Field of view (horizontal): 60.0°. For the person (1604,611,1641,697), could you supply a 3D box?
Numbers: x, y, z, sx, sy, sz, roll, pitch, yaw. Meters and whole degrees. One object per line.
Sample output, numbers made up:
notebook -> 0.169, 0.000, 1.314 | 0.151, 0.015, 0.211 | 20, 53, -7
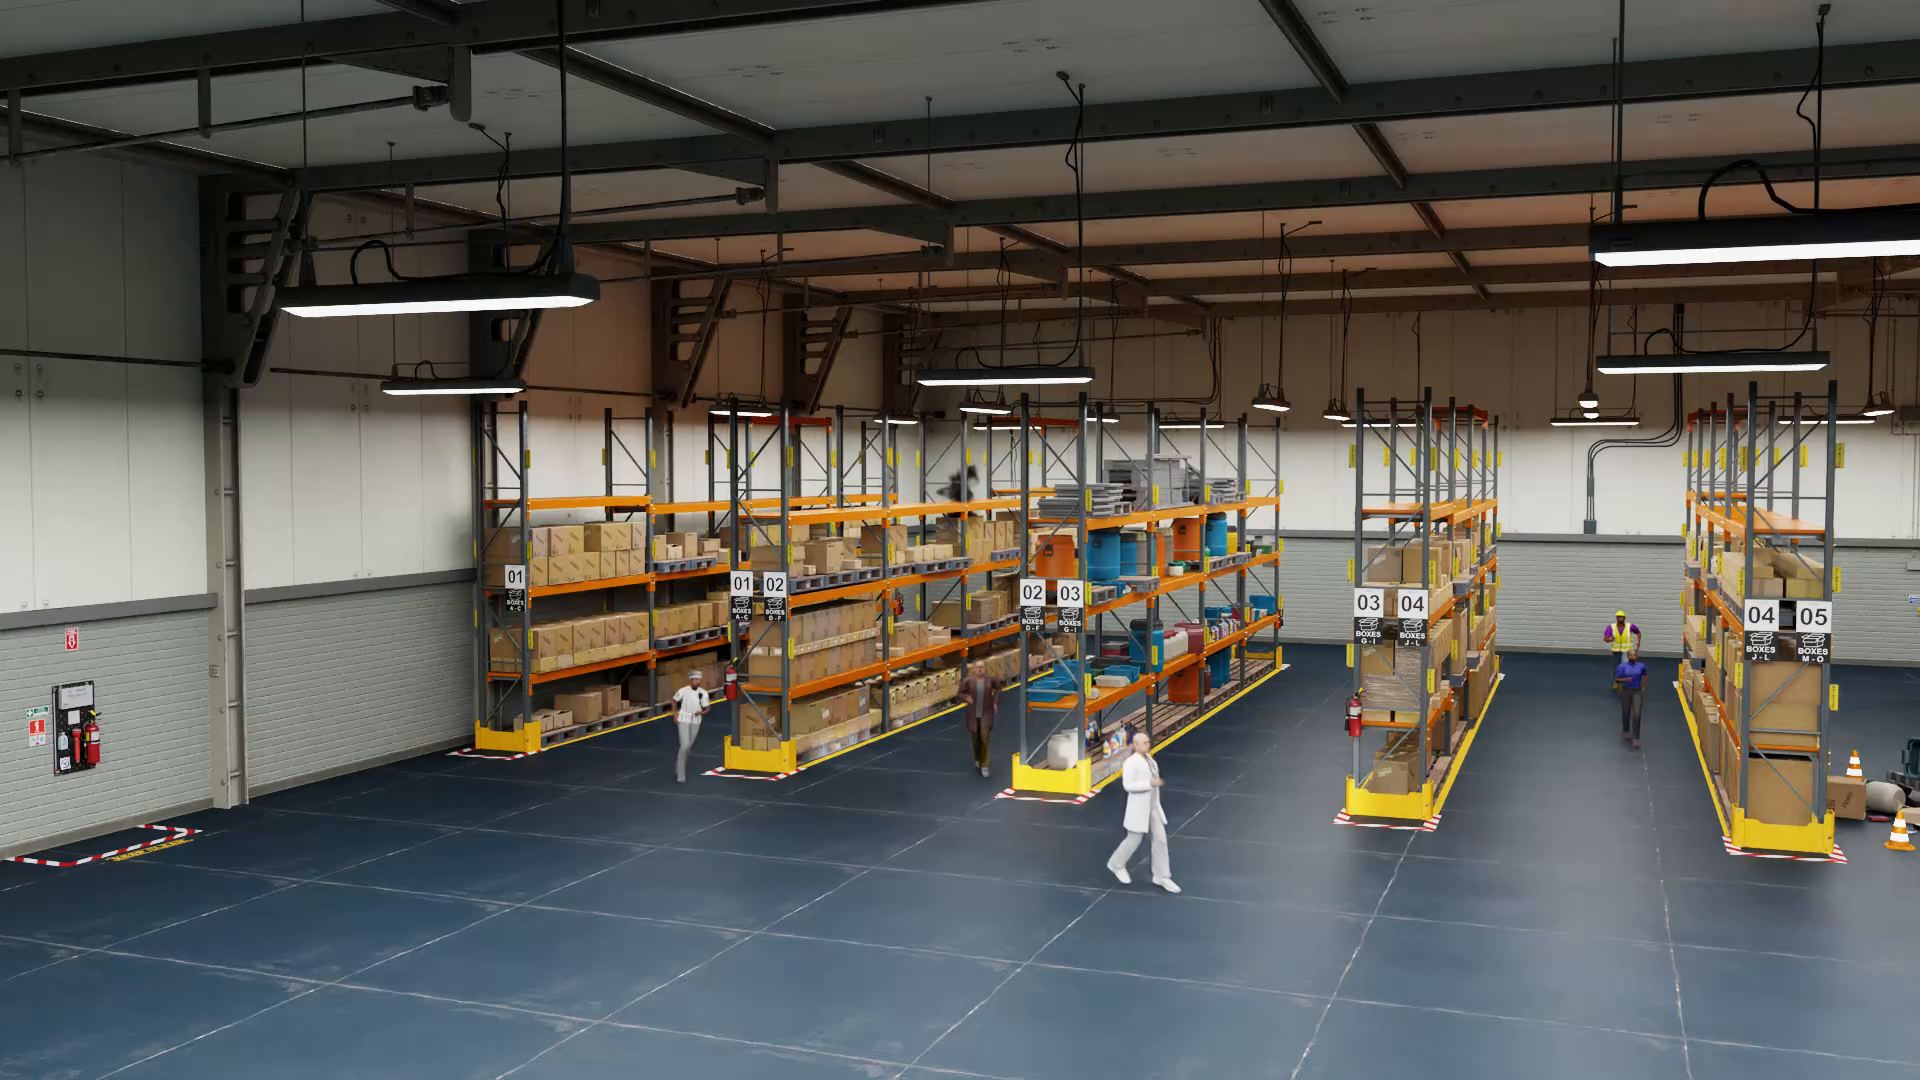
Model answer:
person -> 14.077, 2.404, 35.364 | 0.712, 1.817, 0.910 | 2, 3, 28

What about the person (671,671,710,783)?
person -> -4.229, 2.910, 26.112 | 0.574, 1.728, 0.693 | -1, 3, -26

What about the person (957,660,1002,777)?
person -> 0.298, 2.830, 26.495 | 0.689, 1.839, 0.857 | 0, 3, 6

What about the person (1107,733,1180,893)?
person -> 2.139, 3.136, 19.291 | 0.698, 1.794, 0.925 | -3, 4, -45

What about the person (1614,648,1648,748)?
person -> 11.740, 2.735, 29.072 | 0.570, 1.679, 0.850 | 1, 3, 18
